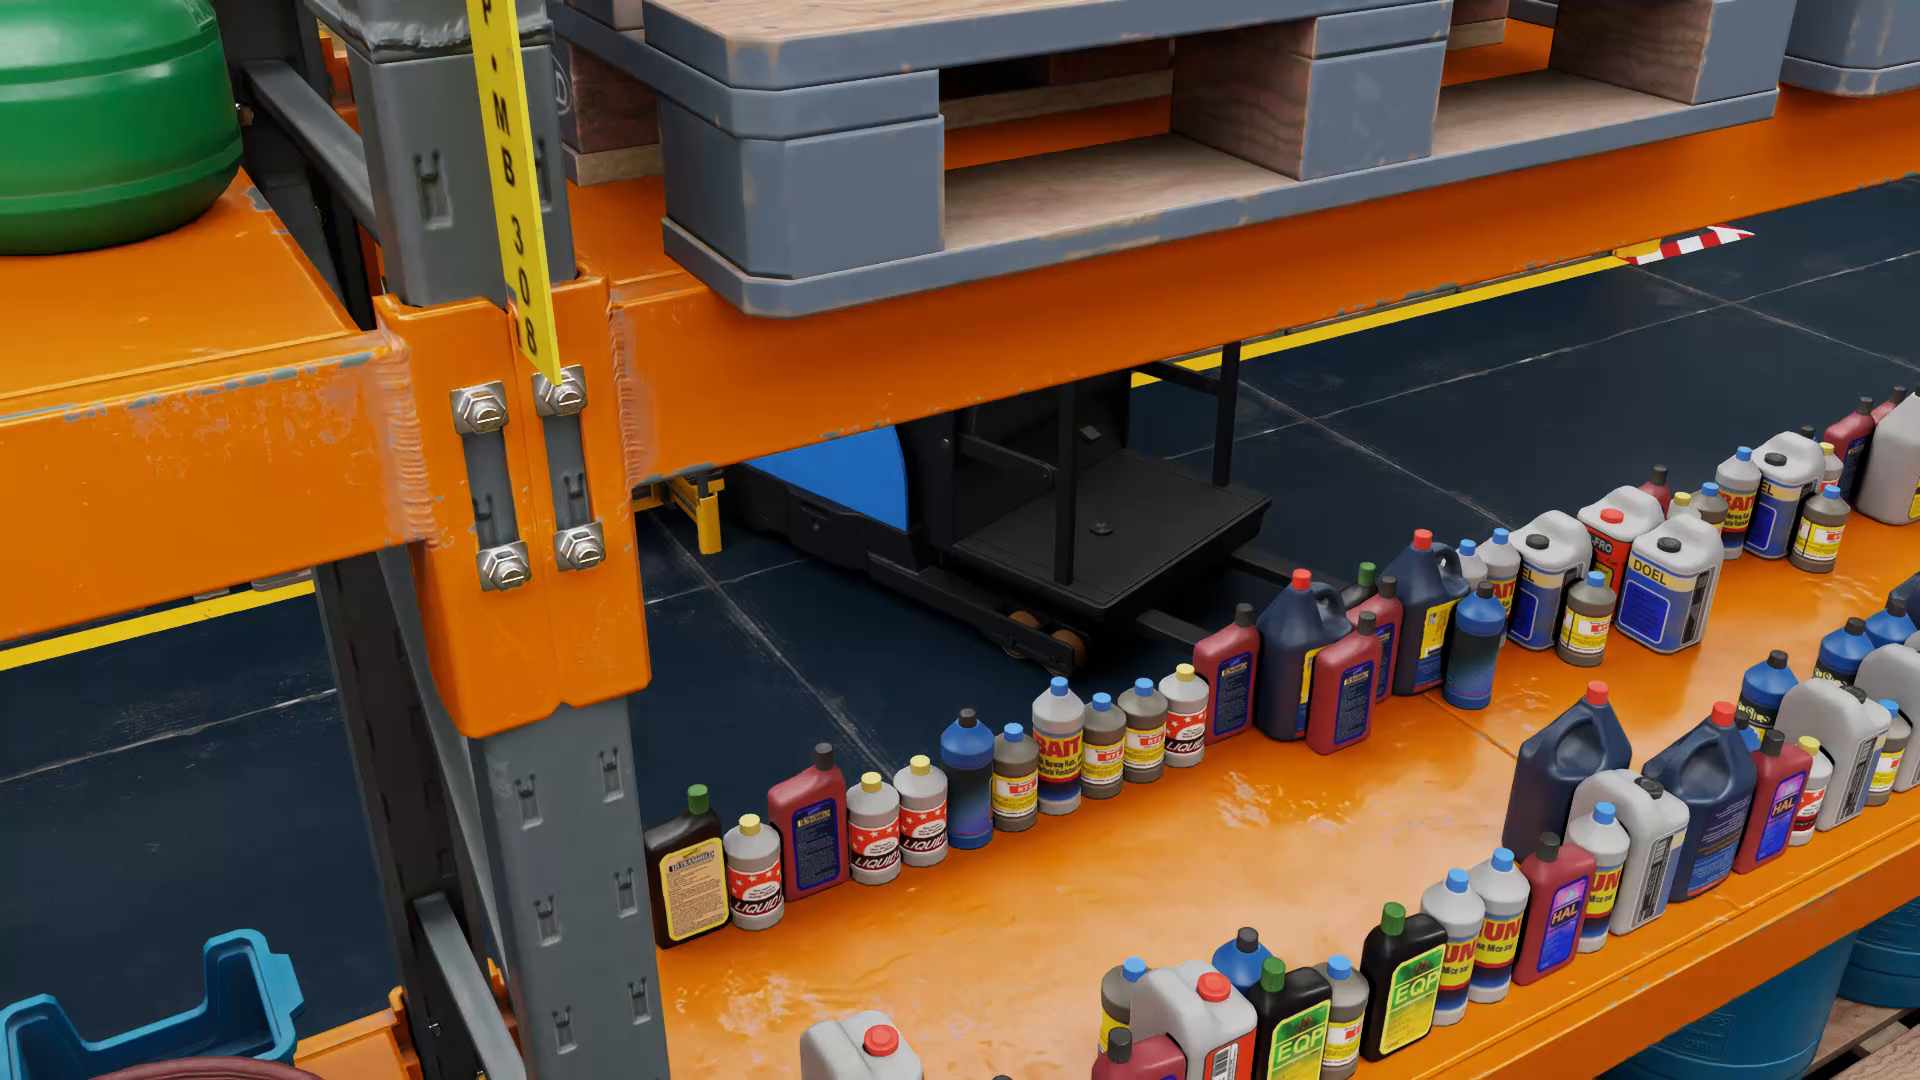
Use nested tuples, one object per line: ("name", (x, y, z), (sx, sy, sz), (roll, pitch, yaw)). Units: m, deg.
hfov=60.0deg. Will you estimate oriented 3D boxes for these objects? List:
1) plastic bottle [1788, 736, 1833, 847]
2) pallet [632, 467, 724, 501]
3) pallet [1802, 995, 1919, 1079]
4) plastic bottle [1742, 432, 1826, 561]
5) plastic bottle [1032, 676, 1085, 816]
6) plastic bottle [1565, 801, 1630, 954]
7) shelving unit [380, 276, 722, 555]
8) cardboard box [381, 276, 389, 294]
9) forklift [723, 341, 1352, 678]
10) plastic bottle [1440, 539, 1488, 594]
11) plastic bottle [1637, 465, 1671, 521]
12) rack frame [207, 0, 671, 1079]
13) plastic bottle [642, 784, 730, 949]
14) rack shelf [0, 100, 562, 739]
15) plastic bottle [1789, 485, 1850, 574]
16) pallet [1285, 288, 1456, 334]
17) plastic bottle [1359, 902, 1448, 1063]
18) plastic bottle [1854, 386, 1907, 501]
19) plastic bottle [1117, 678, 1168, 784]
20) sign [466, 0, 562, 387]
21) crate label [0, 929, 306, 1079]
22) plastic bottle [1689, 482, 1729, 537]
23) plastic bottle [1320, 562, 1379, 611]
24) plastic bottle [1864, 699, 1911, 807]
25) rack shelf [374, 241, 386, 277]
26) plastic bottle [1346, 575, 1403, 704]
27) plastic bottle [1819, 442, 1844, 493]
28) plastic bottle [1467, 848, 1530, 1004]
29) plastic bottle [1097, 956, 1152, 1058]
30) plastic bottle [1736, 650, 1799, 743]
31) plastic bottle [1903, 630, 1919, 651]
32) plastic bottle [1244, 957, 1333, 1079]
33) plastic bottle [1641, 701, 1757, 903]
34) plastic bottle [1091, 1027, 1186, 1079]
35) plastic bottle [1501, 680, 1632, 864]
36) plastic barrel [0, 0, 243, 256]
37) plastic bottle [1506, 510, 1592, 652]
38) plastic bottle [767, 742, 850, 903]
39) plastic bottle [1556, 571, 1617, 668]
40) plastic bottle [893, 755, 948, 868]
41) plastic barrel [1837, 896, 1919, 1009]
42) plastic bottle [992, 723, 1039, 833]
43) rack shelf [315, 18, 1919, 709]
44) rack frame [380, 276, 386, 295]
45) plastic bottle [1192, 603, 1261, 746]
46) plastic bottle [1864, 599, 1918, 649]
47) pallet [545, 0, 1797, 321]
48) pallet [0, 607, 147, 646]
("plastic bottle", (1.526, 0.450, 3.035), (0.097, 0.201, 0.097), (0, 29, 0))
("pallet", (-1.387, -0.538, 7.507), (1.213, 0.211, 1.003), (-16, 33, -26))
("pallet", (2.168, 1.182, 4.390), (1.213, 0.211, 1.003), (-16, 33, -26))
("plastic bottle", (1.947, -0.112, 3.977), (0.135, 0.276, 0.152), (-16, 33, -26))
("plastic bottle", (0.181, 0.376, 3.097), (0.097, 0.271, 0.097), (0, 29, 0))
("plastic bottle", (1.052, 0.554, 2.774), (0.097, 0.271, 0.097), (0, 29, 0))
("shelving unit", (-1.562, -0.603, 6.291), (1.083, 1.500, 0.587), (-16, 33, -26))
("cardboard box", (-2.367, -1.064, 6.930), (0.500, 0.250, 0.500), (-15, 32, -24))
("forklift", (0.477, -1.085, 5.683), (3.031, 2.935, 1.130), (23, 36, 35))
("plastic bottle", (1.066, 0.125, 3.552), (0.097, 0.271, 0.097), (0, 29, 0))
("plastic bottle", (1.556, -0.030, 3.820), (0.133, 0.283, 0.061), (-16, 33, -26))
("rack frame", (-0.595, 0.769, 2.252), (0.127, 3.000, 1.000), (-16, 33, -26))
("plastic bottle", (-0.462, 0.543, 2.782), (0.133, 0.283, 0.061), (-16, 33, -26))
("rack shelf", (-2.319, 0.260, 0.814), (4.000, 0.370, 1.077), (-16, 33, -26))
("plastic bottle", (2.026, -0.032, 3.909), (0.097, 0.201, 0.097), (0, 29, 0))
("pallet", (1.993, -1.522, 9.290), (1.213, 0.211, 1.003), (-16, 33, -26))
("plastic bottle", (0.679, 0.665, 2.561), (0.133, 0.283, 0.061), (-16, 33, -26))
("plastic bottle", (2.322, -0.247, 4.214), (0.133, 0.283, 0.061), (-16, 33, -26))
("plastic bottle", (0.349, 0.359, 3.201), (0.097, 0.201, 0.097), (0, 29, 0))
("sign", (-0.310, -0.271, 1.141), (0.005, 0.325, 0.100), (-16, 33, -26))
("crate label", (-1.148, 0.789, 2.389), (0.416, 0.233, 0.303), (-16, 33, -26))
("plastic bottle", (1.749, -0.038, 3.921), (0.097, 0.201, 0.097), (0, 29, 0))
("plastic bottle", (0.798, 0.186, 3.430), (0.133, 0.283, 0.061), (-16, 33, -26))
("plastic bottle", (1.726, 0.393, 3.138), (0.097, 0.201, 0.097), (0, 29, 0))
("rack shelf", (-1.376, -1.470, 7.054), (4.000, 0.370, 1.077), (-16, 33, -26))
("plastic bottle", (0.829, 0.211, 3.384), (0.133, 0.283, 0.061), (-16, 33, -26))
("plastic bottle", (2.117, -0.143, 4.110), (0.097, 0.201, 0.097), (0, 29, 0))
("plastic bottle", (0.853, 0.611, 2.672), (0.097, 0.271, 0.097), (0, 29, 0))
("plastic bottle", (0.262, 0.724, 2.539), (0.097, 0.201, 0.097), (0, 29, 0))
("plastic bottle", (1.533, 0.332, 3.176), (0.097, 0.271, 0.097), (0, 29, 0))
("plastic bottle", (1.928, 0.288, 3.252), (0.135, 0.276, 0.152), (-16, 33, -26))
("plastic bottle", (0.480, 0.722, 2.459), (0.133, 0.283, 0.061), (-16, 33, -26))
("plastic bottle", (1.278, 0.442, 2.895), (0.185, 0.351, 0.144), (-16, 33, -26))
("plastic bottle", (0.249, 0.787, 2.340), (0.133, 0.283, 0.061), (-16, 33, -26))
("plastic bottle", (1.085, 0.412, 2.950), (0.185, 0.351, 0.144), (-16, 33, -26))
("plastic barrel", (-0.782, -0.395, 1.417), (0.294, 0.245, 0.294), (0, 29, 0))
("plastic bottle", (1.264, 0.082, 3.625), (0.135, 0.276, 0.152), (-16, 33, -26))
("plastic bottle", (-0.263, 0.487, 2.884), (0.133, 0.283, 0.061), (-16, 33, -26))
("plastic bottle", (1.343, 0.162, 3.557), (0.097, 0.201, 0.097), (0, 29, 0))
("plastic bottle", (-0.070, 0.478, 2.985), (0.097, 0.201, 0.097), (0, 29, 0))
("plastic barrel", (2.376, 0.651, 4.204), (0.708, 0.901, 0.600), (-16, 33, -26))
("plastic bottle", (0.097, 0.430, 3.071), (0.097, 0.201, 0.097), (0, 29, 0))
("rack shelf", (1.130, -0.719, 2.589), (4.000, 0.370, 1.077), (-16, 33, -26))
("rack frame", (-2.008, -0.476, 6.061), (0.032, 1.500, 0.500), (-16, 33, -26))
("plastic bottle", (0.523, 0.263, 3.289), (0.133, 0.283, 0.061), (-16, 33, -26))
("plastic bottle", (1.849, 0.243, 3.339), (0.097, 0.271, 0.097), (0, 29, 0))
("pallet", (0.114, -0.608, 1.839), (1.213, 0.211, 1.003), (-16, 33, -26))
("pallet", (-3.830, 0.111, 6.331), (1.213, 0.211, 1.003), (-16, 33, -26))
